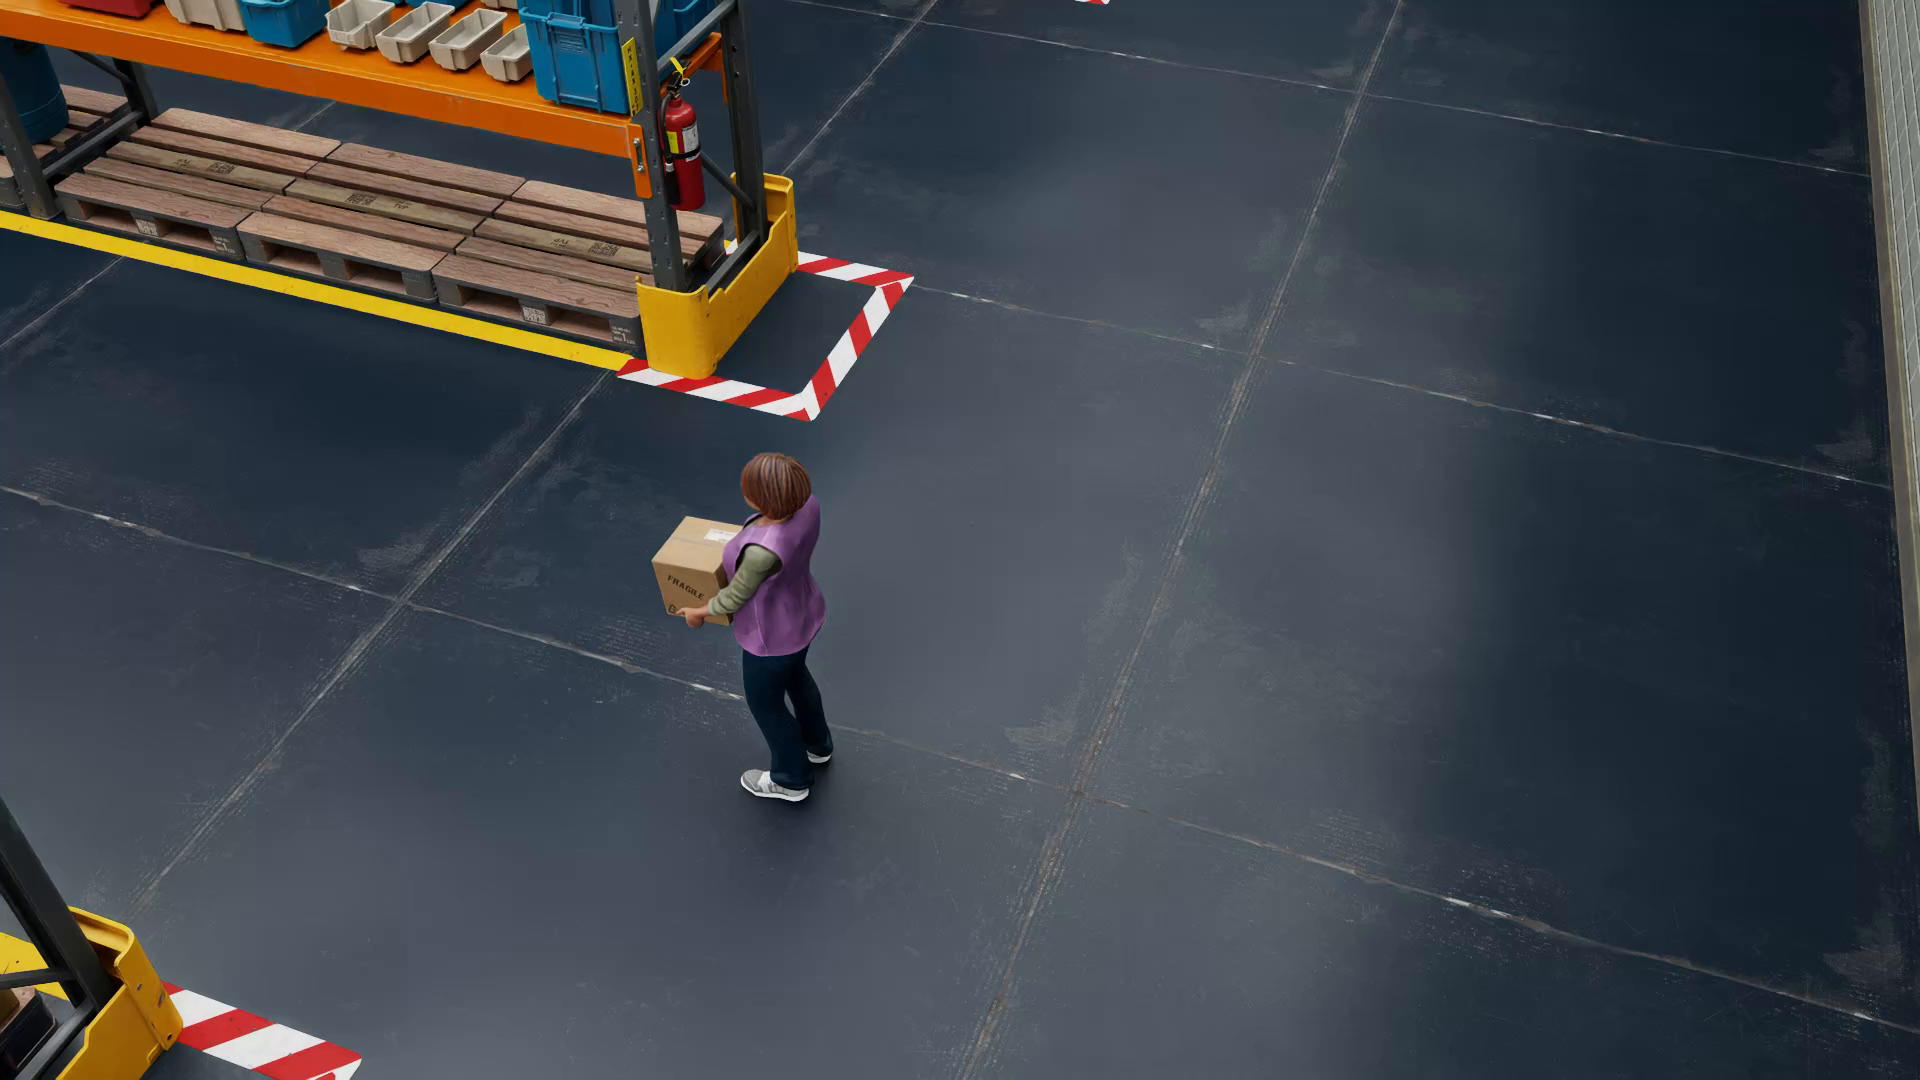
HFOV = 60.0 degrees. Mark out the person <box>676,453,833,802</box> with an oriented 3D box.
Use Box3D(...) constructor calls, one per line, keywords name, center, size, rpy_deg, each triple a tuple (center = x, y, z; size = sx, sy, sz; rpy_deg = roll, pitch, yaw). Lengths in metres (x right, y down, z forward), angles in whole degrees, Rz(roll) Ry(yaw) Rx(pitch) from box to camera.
Box3D(name="person", center=(-0.712, 0.284, 5.857), size=(0.493, 1.591, 0.404), rpy_deg=(15, 44, 16))
